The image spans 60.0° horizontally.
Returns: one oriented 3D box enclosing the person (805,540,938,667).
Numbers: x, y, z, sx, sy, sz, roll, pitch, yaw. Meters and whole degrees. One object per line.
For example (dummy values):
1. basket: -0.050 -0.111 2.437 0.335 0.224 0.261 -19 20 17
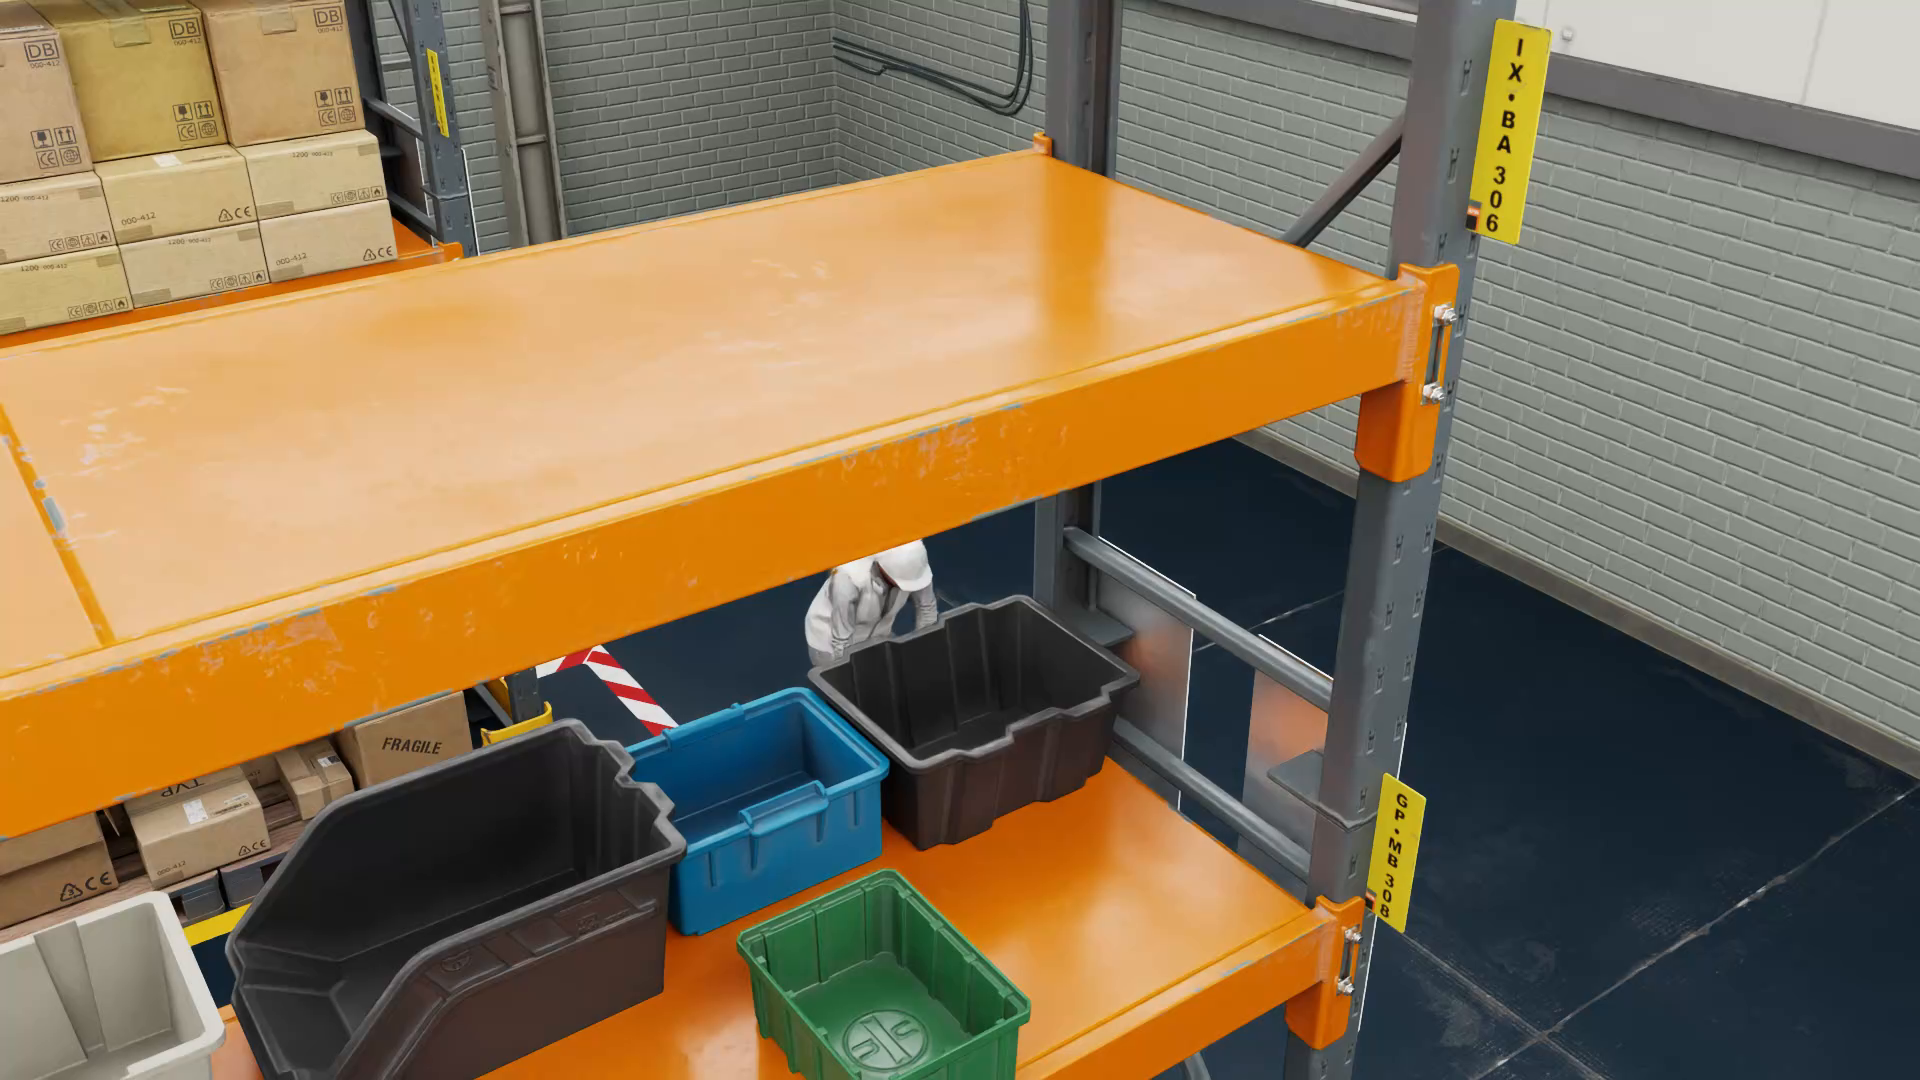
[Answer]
1. person: -0.398 0.527 7.993 0.591 1.479 0.733 -19 33 -30
